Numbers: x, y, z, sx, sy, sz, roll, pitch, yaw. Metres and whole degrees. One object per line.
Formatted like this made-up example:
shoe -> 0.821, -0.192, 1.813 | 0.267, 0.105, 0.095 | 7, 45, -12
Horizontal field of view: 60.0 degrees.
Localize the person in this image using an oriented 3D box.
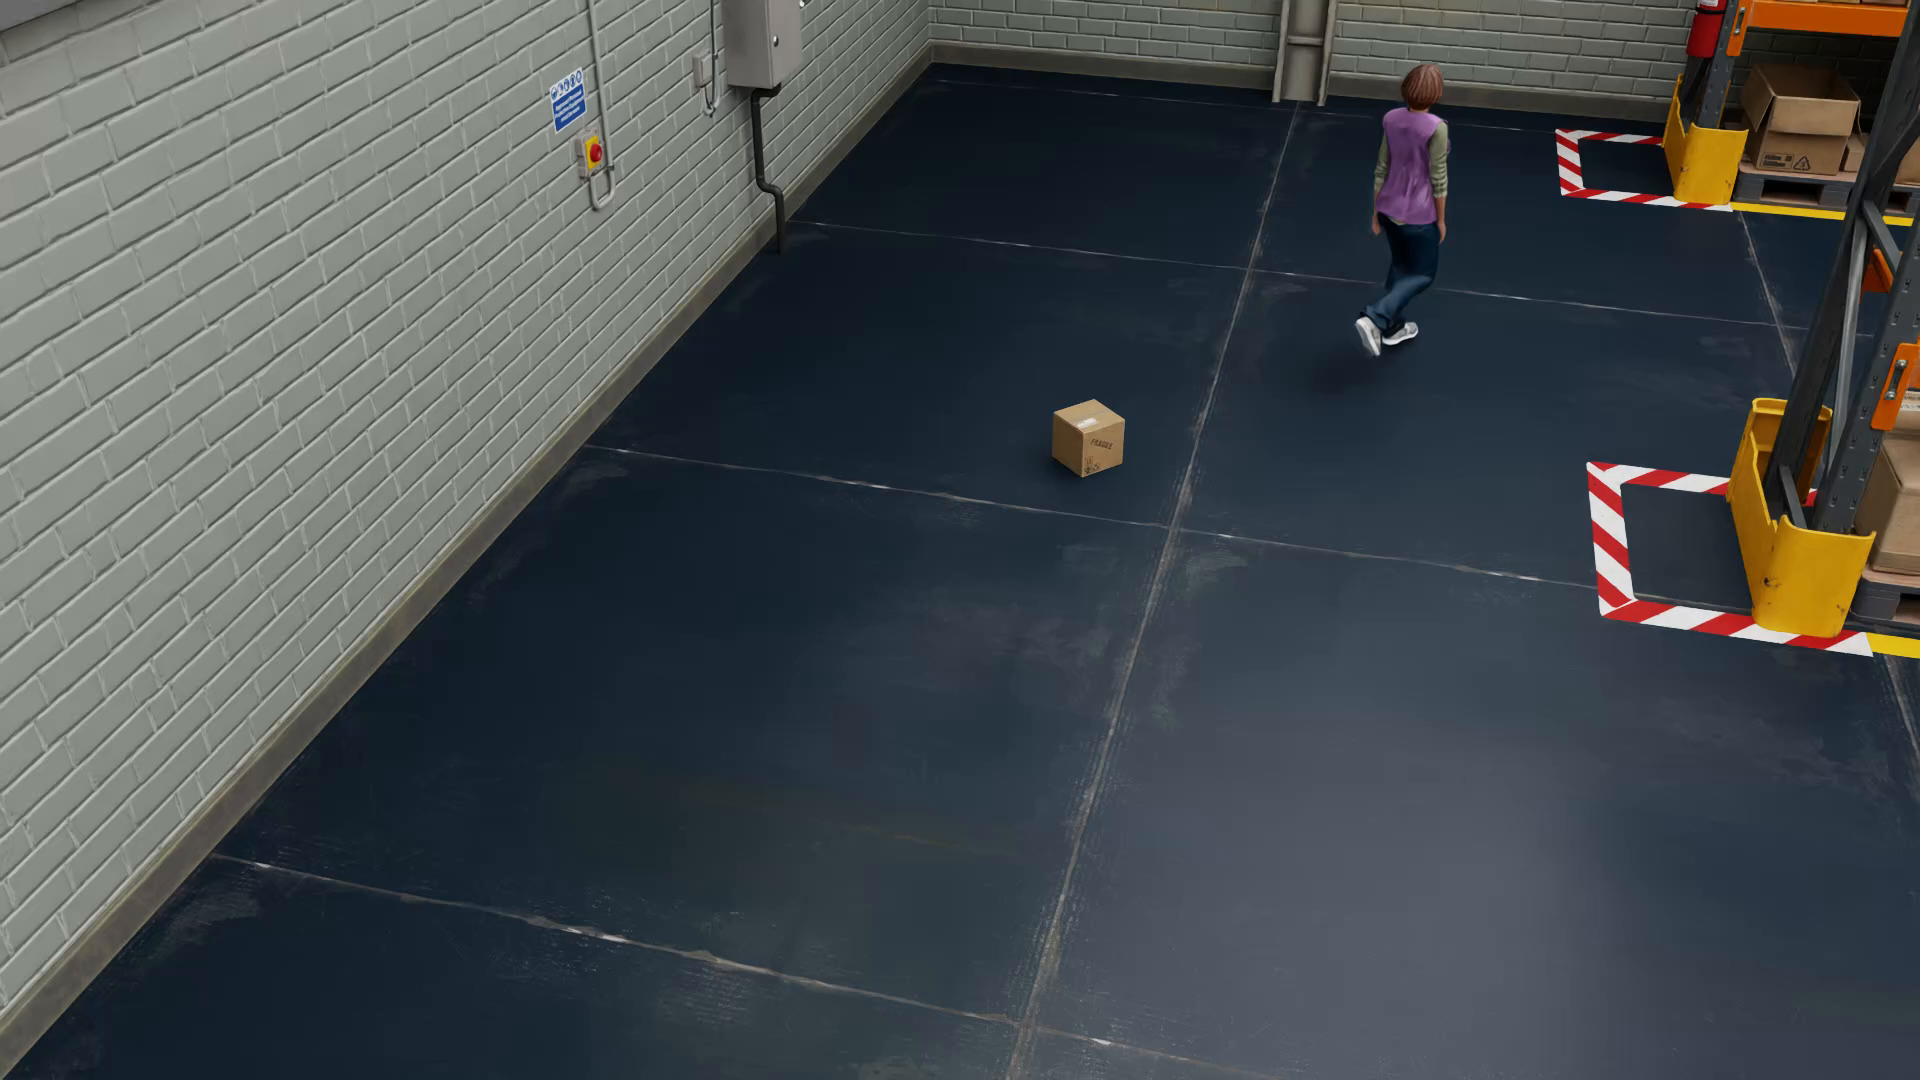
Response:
person -> 2.318, -1.696, 8.697 | 0.661, 1.579, 0.419 | -23, 40, -31
